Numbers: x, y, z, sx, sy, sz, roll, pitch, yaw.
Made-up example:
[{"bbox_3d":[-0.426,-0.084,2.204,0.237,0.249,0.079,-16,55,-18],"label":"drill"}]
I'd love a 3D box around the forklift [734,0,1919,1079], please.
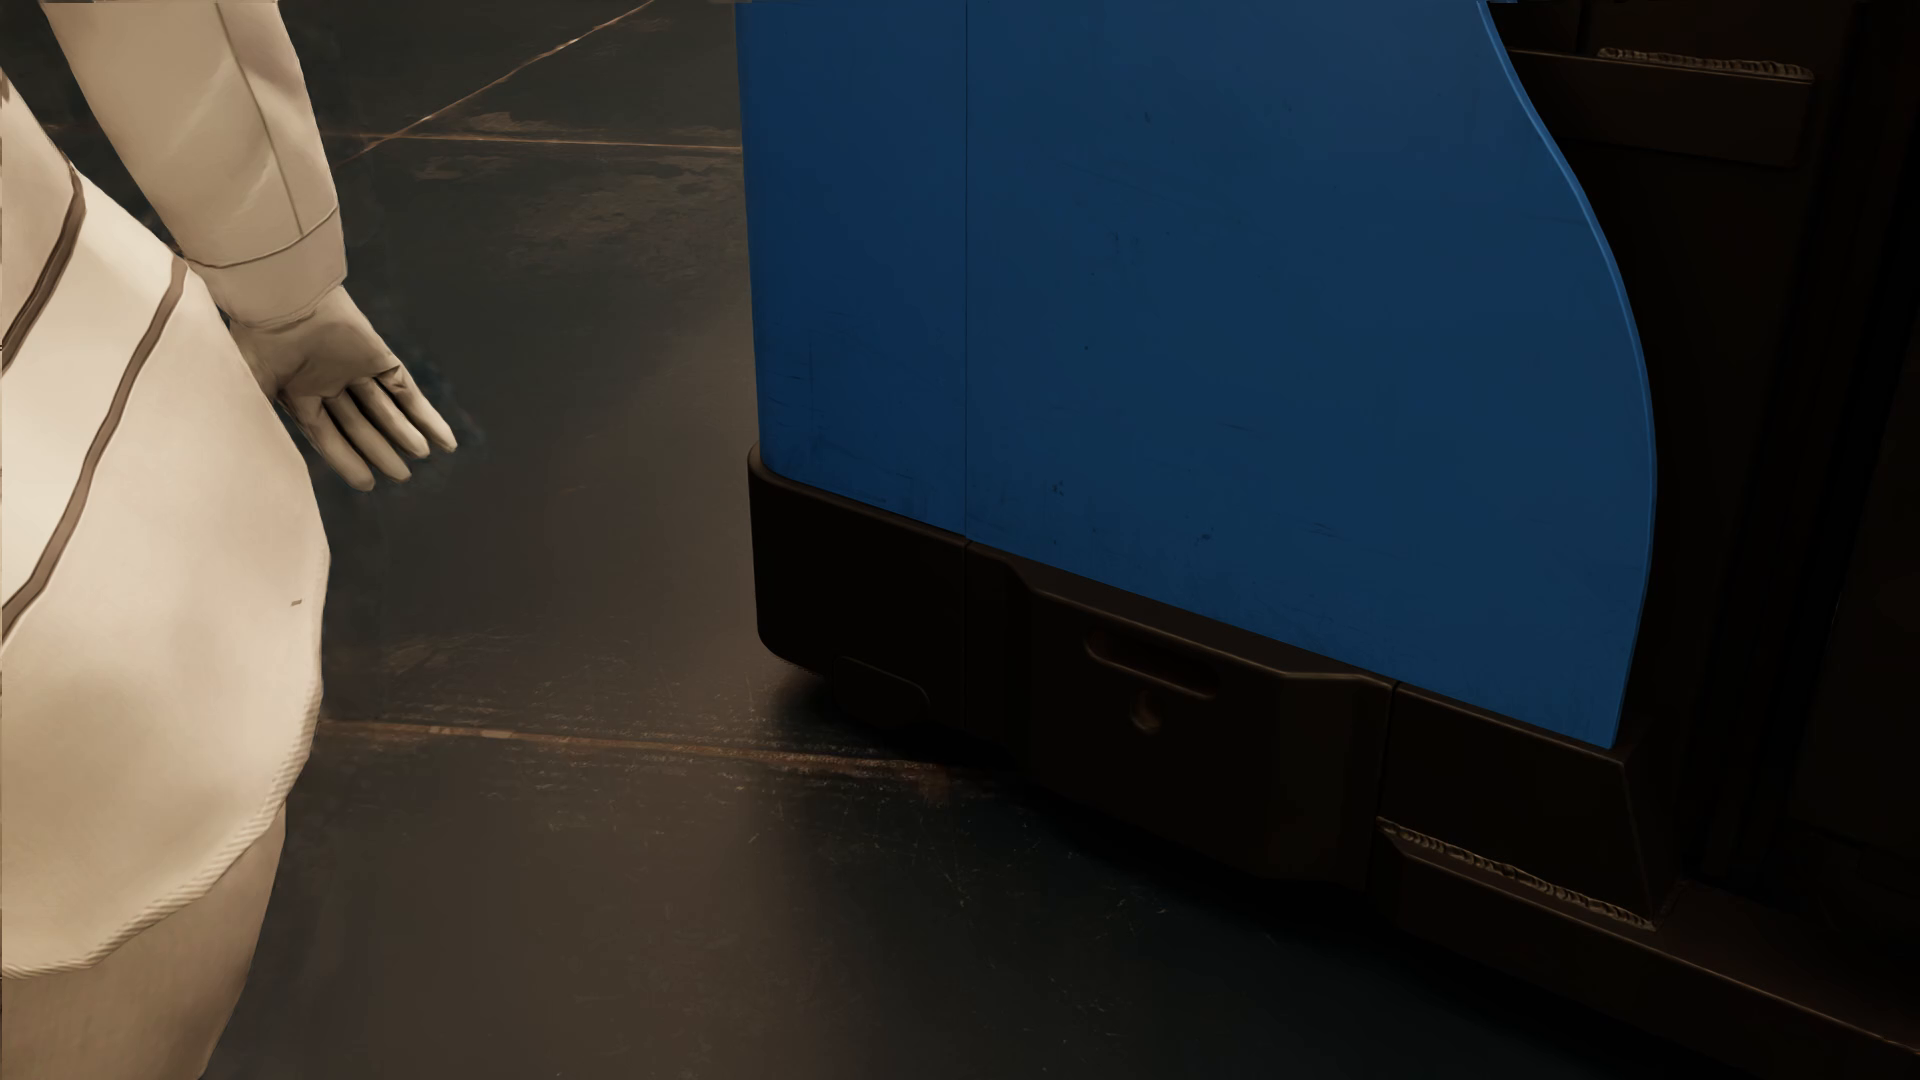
[{"bbox_3d":[1.230,-0.914,1.048,3.031,2.935,1.130,18,32,32],"label":"forklift"}]
